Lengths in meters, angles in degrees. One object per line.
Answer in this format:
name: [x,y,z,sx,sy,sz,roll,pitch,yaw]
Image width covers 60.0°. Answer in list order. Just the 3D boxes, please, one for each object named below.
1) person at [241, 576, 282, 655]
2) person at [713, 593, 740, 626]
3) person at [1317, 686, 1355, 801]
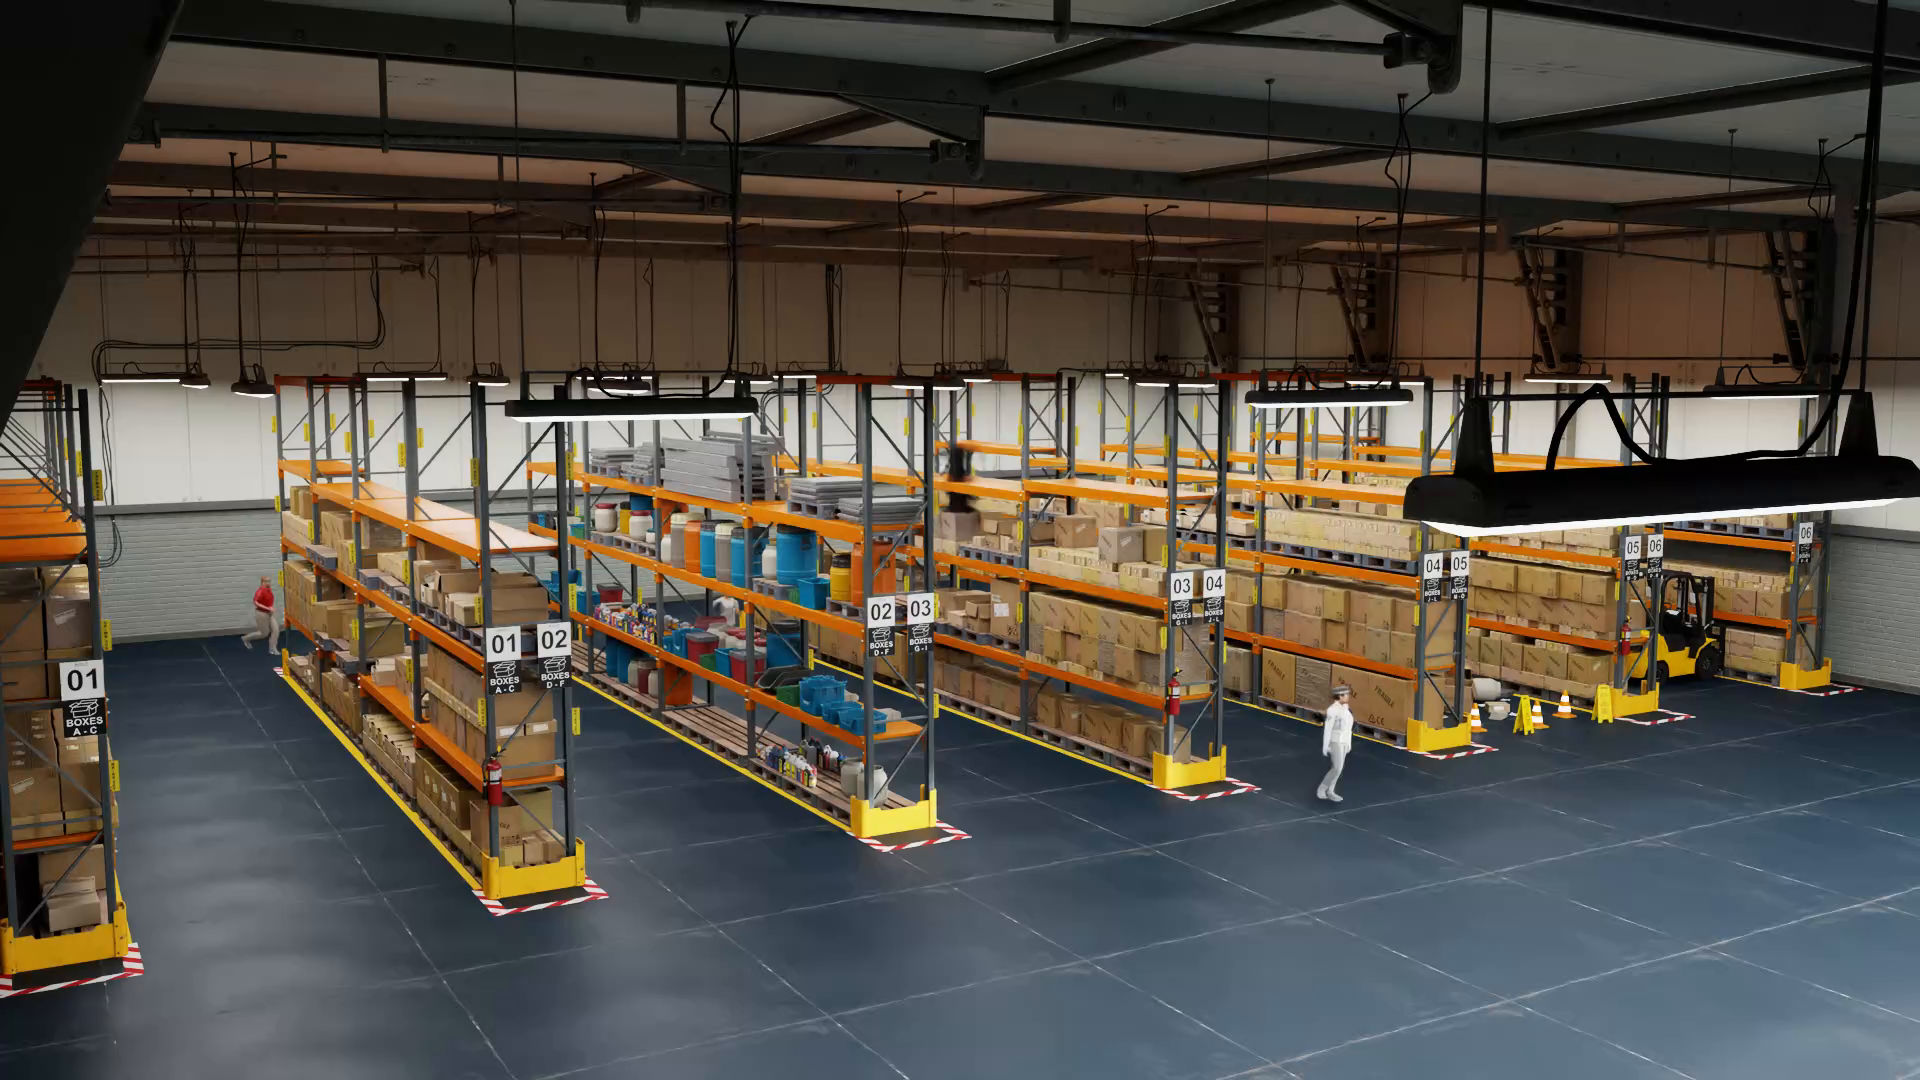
person: [-14.928,1.626,35.559,0.849,1.724,0.686,0,6,-1]
person: [-4.785,1.761,34.215,0.543,1.687,0.703,-5,8,-39]
person: [5.366,2.900,23.741,0.442,1.665,0.562,5,8,39]
